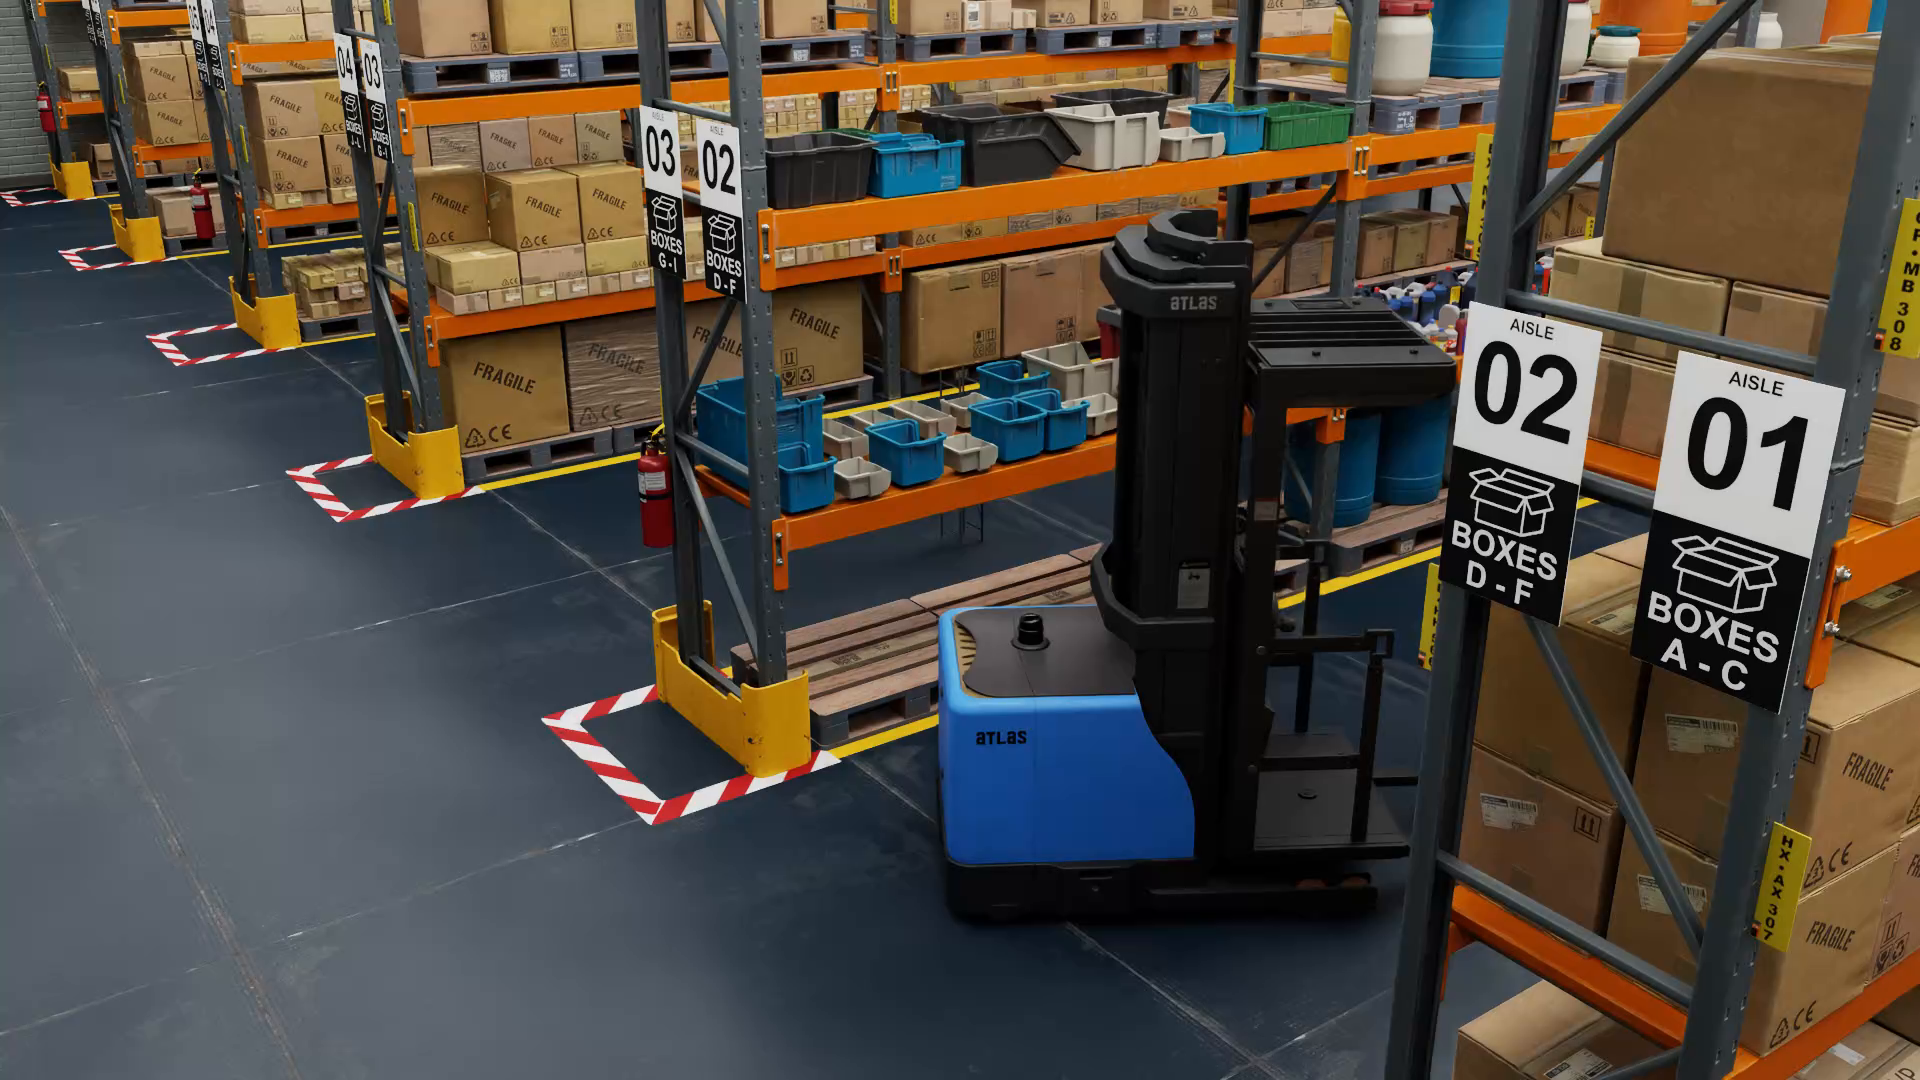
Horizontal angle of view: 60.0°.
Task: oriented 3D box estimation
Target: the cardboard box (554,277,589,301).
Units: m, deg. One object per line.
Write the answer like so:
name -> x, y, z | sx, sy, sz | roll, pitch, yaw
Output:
cardboard box -> -2.994, -1.924, 12.509 | 0.250, 0.149, 0.380 | -15, 26, -34

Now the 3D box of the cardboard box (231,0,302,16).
cardboard box -> -6.400, -4.983, 15.318 | 0.500, 0.250, 0.500 | -14, 26, -32

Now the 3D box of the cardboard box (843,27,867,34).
cardboard box -> -1.638, -7.353, 24.672 | 0.500, 0.500, 0.500 | -16, 27, -35

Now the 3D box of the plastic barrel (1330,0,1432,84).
plastic barrel -> 2.661, -3.205, 10.512 | 0.600, 0.588, 0.600 | 0, 22, 0

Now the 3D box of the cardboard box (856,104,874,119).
cardboard box -> -1.188, -4.943, 19.107 | 0.250, 0.149, 0.380 | -15, 26, -33

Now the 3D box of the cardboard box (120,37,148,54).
cardboard box -> -9.714, -5.826, 19.590 | 0.250, 0.149, 0.380 | -15, 26, -32

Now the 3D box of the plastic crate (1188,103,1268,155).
plastic crate -> 1.486, -2.293, 9.273 | 0.300, 0.233, 0.416 | -15, 26, -33

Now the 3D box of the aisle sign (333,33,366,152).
aisle sign -> -4.335, -3.177, 11.802 | 0.004, 0.787, 0.394 | -15, 26, -33

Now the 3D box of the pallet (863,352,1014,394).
pallet -> -0.272, -1.655, 15.259 | 1.213, 0.211, 1.003 | -15, 26, -33

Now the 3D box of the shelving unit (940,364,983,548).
shelving unit -> 0.012, -0.560, 11.182 | 0.189, 1.200, 0.258 | -15, 26, -33

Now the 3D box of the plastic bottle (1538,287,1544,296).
plastic bottle -> 4.044, -1.622, 11.571 | 0.133, 0.283, 0.061 | -15, 26, -33

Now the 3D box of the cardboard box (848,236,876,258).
cardboard box -> -0.910, -2.479, 13.901 | 0.250, 0.149, 0.380 | -15, 26, -33

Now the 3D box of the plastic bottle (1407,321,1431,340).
plastic bottle -> 2.934, -1.277, 10.718 | 0.135, 0.276, 0.152 | -15, 26, -33

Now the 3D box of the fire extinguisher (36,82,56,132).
fire extinguisher -> -12.640, -5.988, 22.964 | 0.183, 0.674, 0.296 | -15, 26, -33

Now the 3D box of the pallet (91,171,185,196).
pallet -> -12.082, -5.262, 24.300 | 1.213, 0.211, 1.003 | -15, 26, -33

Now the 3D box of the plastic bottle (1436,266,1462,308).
plastic bottle -> 3.488, -1.783, 11.884 | 0.185, 0.351, 0.144 | -15, 26, -33

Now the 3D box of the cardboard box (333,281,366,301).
cardboard box -> -6.085, -2.496, 16.483 | 0.250, 0.149, 0.380 | -15, 26, -33

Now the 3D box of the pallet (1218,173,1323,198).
pallet -> 2.909, -3.723, 16.939 | 1.003, 0.211, 1.213 | -15, 26, -33

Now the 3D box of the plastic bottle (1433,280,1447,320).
plastic bottle -> 3.395, -1.705, 11.794 | 0.097, 0.271, 0.097 | 0, 22, 0

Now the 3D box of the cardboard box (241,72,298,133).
cardboard box -> -6.689, -4.231, 16.068 | 0.500, 0.500, 0.500 | -16, 27, -34

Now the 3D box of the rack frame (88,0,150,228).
rack frame -> -9.889, -4.876, 19.568 | 0.127, 3.000, 1.000 | -15, 26, -33

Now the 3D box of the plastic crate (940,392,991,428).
plastic crate -> 0.033, -0.737, 9.470 | 0.250, 0.136, 0.298 | -15, 26, -33

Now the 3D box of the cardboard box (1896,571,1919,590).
cardboard box -> 3.025, 0.337, 5.021 | 0.500, 0.500, 0.500 | -15, 26, -32

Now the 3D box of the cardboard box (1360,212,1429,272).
cardboard box -> 4.731, -3.311, 18.426 | 0.500, 0.500, 0.700 | -15, 26, -33

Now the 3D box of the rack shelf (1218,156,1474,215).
rack shelf -> 4.016, -3.725, 17.655 | 4.000, 0.370, 1.077 | -15, 26, -33

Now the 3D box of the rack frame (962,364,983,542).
rack frame -> 0.086, -0.580, 11.231 | 0.006, 1.200, 0.240 | -15, 26, -33

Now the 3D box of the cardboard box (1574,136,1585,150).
cardboard box -> 6.990, -4.609, 19.239 | 0.250, 0.149, 0.380 | -15, 26, -33

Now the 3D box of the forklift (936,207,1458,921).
forklift -> 1.424, 0.092, 7.210 | 3.031, 2.935, 1.130 | -1, 22, -3

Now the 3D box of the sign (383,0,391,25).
sign -> -3.782, -3.562, 10.943 | 0.005, 0.325, 0.100 | -15, 26, -33

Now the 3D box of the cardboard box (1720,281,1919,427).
cardboard box -> 2.250, -0.502, 4.088 | 0.500, 0.250, 0.500 | -15, 26, -33

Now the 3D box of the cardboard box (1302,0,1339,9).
cardboard box -> 3.339, -5.431, 16.103 | 0.500, 0.500, 0.500 | -15, 26, -32

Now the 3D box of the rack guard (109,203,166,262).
rack guard -> -9.908, -3.710, 20.019 | 0.348, 0.500, 1.175 | -15, 26, -33

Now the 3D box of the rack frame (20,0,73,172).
rack frame -> -12.791, -6.368, 23.309 | 0.127, 3.000, 1.000 | -15, 26, -33

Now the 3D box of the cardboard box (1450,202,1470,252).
cardboard box -> 5.988, -3.601, 19.178 | 0.500, 0.500, 0.500 | -16, 27, -34

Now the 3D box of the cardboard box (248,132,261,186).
cardboard box -> -6.701, -3.768, 16.255 | 0.500, 0.500, 0.500 | -14, 26, -32

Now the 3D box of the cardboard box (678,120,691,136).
cardboard box -> -3.080, -4.438, 17.841 | 0.250, 0.149, 0.380 | -14, 26, -32

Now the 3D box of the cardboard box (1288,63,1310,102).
cardboard box -> 4.430, -6.511, 23.464 | 0.500, 0.550, 0.875 | -15, 26, -33

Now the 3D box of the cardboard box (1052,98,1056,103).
cardboard box -> 1.259, -3.845, 15.496 | 0.637, 0.503, 0.797 | -14, 26, -32

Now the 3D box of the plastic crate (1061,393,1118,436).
plastic crate -> 0.801, -0.708, 9.399 | 0.466, 0.136, 0.293 | -15, 26, -33

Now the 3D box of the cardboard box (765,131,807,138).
cardboard box -> -1.392, -3.150, 14.033 | 0.500, 0.500, 0.500 | -15, 26, -33

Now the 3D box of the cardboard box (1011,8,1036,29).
cardboard box -> 0.442, -4.509, 14.374 | 0.250, 0.149, 0.380 | -16, 27, -35

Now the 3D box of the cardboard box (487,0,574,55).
cardboard box -> -3.183, -3.790, 11.963 | 0.500, 0.500, 0.700 | -16, 27, -35

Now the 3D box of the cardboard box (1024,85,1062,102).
cardboard box -> 0.921, -5.423, 20.803 | 0.500, 0.500, 0.500 | -15, 26, -33

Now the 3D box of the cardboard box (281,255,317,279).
cardboard box -> -6.634, -2.747, 16.710 | 0.250, 0.149, 0.380 | -15, 26, -32

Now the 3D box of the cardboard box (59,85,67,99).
cardboard box -> -12.678, -6.404, 23.737 | 0.250, 0.149, 0.380 | -15, 26, -33

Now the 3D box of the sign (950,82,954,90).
sign -> -0.097, -5.480, 19.627 | 0.005, 0.325, 0.100 | -15, 26, -33

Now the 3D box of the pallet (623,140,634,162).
pallet -> -2.963, -4.307, 18.401 | 1.213, 0.211, 1.003 | -15, 26, -33

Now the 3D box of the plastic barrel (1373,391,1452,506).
plastic barrel -> 3.065, -0.757, 11.510 | 0.708, 0.901, 0.600 | -15, 26, -33

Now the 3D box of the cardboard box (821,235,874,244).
cardboard box -> -1.059, -2.654, 13.802 | 0.500, 0.250, 0.500 | -15, 26, -34

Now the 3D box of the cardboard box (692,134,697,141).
cardboard box -> -2.859, -4.361, 18.051 | 0.250, 0.149, 0.380 | -14, 26, -32

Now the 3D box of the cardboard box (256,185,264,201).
cardboard box -> -6.816, -3.448, 16.328 | 0.250, 0.149, 0.380 | -15, 26, -33

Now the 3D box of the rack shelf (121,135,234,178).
rack shelf -> -8.265, -4.975, 20.787 | 4.000, 0.370, 1.077 | -15, 26, -33

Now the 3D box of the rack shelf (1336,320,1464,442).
rack shelf -> 3.662, -1.369, 11.751 | 4.000, 0.370, 1.077 | -15, 26, -33

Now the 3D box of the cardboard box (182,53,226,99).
cardboard box -> -8.917, -5.519, 19.696 | 0.500, 0.500, 0.500 | -16, 27, -34

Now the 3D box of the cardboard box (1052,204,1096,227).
cardboard box -> 0.896, -3.162, 15.138 | 0.500, 0.500, 0.500 | -14, 26, -32

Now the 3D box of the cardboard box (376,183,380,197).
cardboard box -> -5.899, -3.470, 16.385 | 0.250, 0.149, 0.380 | -14, 25, -30

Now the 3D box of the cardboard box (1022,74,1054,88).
cardboard box -> 0.773, -5.967, 20.818 | 0.500, 0.500, 0.700 | -15, 26, -34

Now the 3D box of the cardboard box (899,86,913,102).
cardboard box -> -0.757, -5.197, 19.343 | 0.250, 0.149, 0.380 | -15, 26, -33

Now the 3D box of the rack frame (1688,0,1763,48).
rack frame -> 5.286, -4.922, 11.590 | 0.127, 3.000, 1.000 | -15, 26, -33
